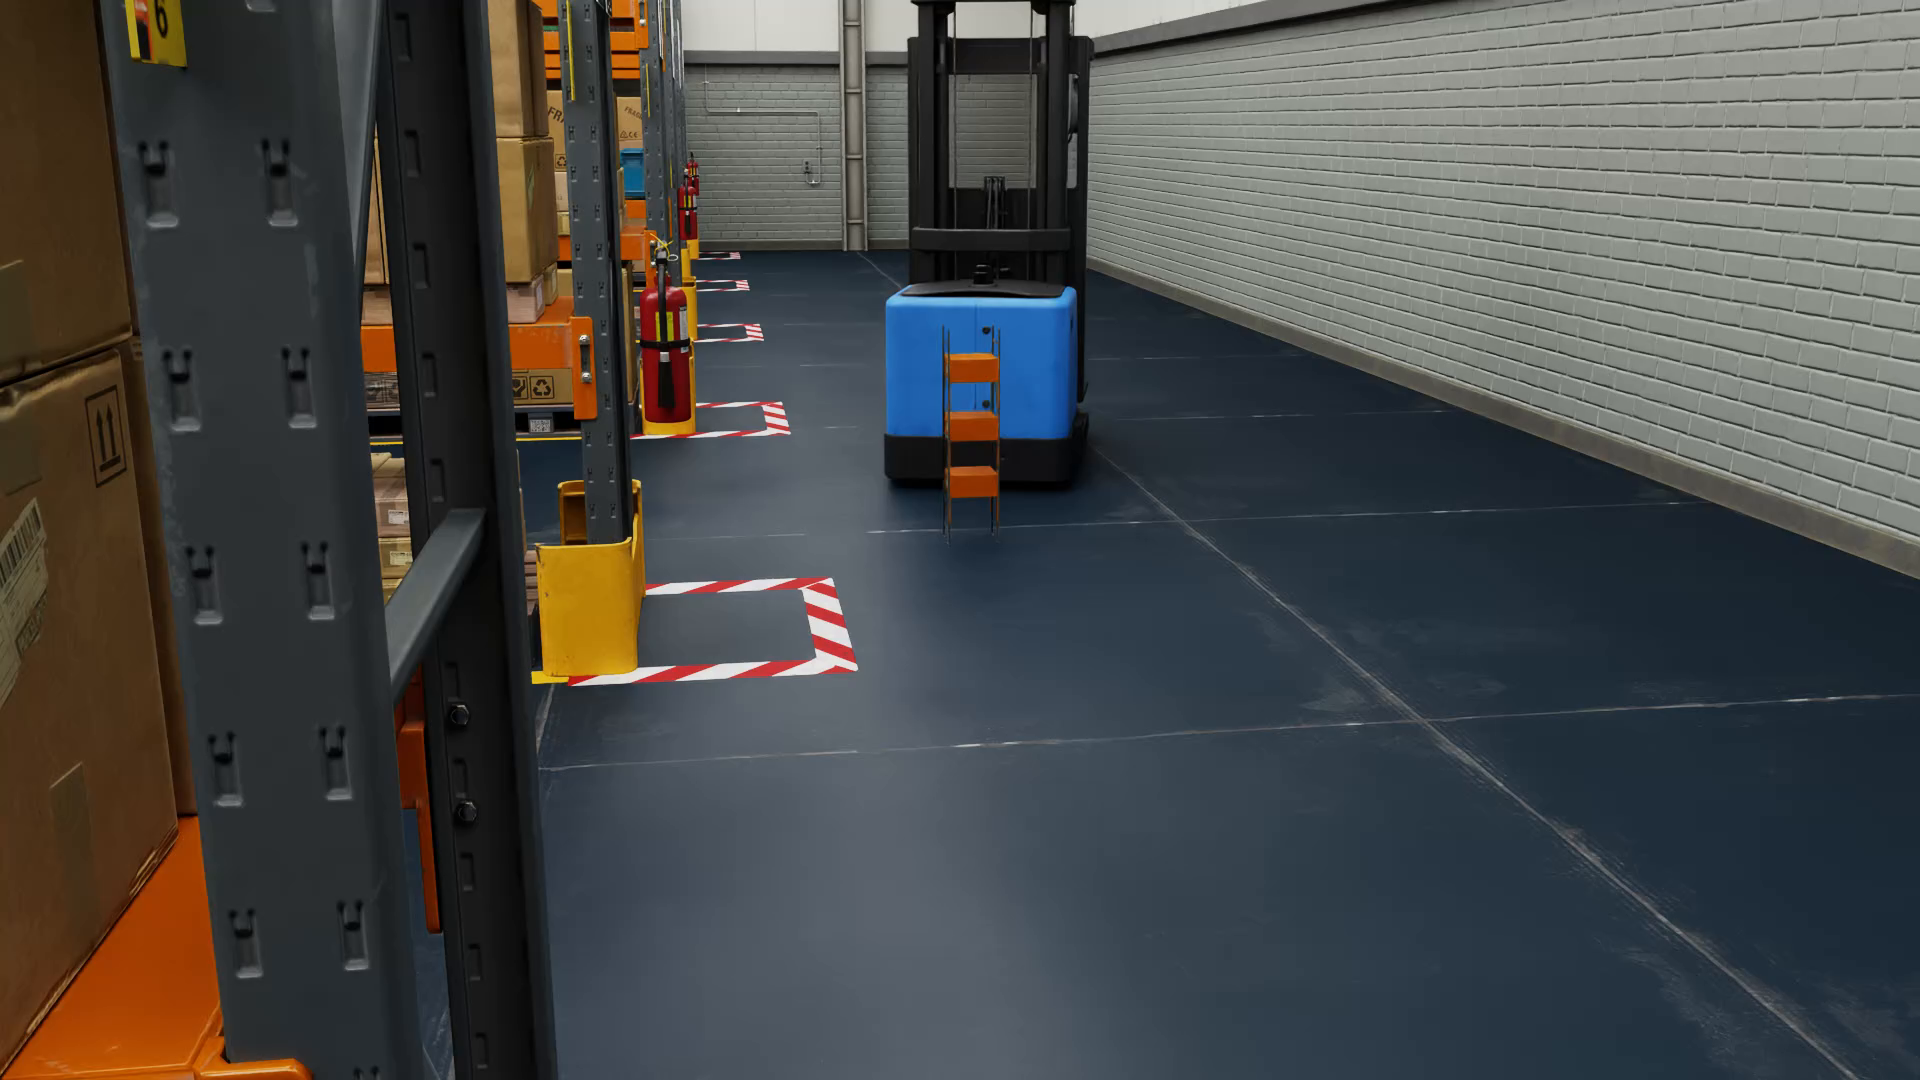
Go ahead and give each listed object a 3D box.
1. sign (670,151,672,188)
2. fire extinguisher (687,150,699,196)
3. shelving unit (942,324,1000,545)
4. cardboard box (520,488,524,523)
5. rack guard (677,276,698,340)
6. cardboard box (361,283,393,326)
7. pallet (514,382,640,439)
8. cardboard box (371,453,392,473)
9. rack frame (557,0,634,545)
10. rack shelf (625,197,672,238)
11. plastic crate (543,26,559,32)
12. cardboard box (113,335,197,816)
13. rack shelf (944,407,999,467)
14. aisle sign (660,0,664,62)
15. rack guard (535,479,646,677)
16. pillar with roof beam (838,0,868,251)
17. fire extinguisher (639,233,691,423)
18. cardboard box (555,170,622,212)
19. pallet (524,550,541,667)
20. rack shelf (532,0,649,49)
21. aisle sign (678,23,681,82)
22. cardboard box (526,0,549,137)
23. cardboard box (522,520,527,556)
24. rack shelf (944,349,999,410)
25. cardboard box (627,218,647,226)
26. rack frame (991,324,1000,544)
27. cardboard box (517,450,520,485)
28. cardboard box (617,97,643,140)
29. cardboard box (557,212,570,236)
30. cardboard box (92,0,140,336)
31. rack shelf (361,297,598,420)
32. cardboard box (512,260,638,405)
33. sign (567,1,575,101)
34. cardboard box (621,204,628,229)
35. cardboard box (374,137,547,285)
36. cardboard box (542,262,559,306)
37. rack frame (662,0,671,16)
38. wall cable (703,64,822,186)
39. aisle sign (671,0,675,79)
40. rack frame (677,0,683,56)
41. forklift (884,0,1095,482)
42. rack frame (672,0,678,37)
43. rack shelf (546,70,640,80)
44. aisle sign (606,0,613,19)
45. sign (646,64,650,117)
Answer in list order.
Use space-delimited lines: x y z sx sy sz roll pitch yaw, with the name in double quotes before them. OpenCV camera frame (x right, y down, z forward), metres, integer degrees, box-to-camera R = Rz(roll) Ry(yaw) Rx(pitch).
"sign" -2.674 -3.427 15.386 0.005 0.325 0.100 -2 14 -8
"fire extinguisher" -4.030 -5.539 25.067 0.183 0.674 0.296 -2 14 -8
"shelving unit" 0.053 -0.511 8.102 0.252 1.050 0.215 -2 14 -8
"cardboard box" -1.951 -0.100 6.838 0.250 0.149 0.380 -1 14 -6
"rack guard" -2.750 -2.271 16.251 0.348 0.500 1.175 -2 14 -8
"cardboard box" -2.172 -0.877 6.070 0.250 0.149 0.380 -2 14 -9
"pallet" -2.813 -0.888 11.329 1.213 0.211 1.003 -2 14 -8
"cardboard box" -2.486 -0.247 6.813 0.250 0.149 0.380 -2 14 -8
"rack frame" -1.395 -1.092 6.408 0.127 3.000 1.000 -2 14 -8
"rack shelf" -4.749 -3.058 15.729 4.000 0.370 1.077 -2 14 -8
"plastic crate" -3.704 -4.727 15.175 0.336 0.188 0.450 -2 14 -8
"cardboard box" -1.075 -0.005 1.869 0.500 0.500 0.500 -2 14 -9
"rack shelf" 0.053 -0.501 8.104 0.240 0.259 0.215 -2 14 -8
"aisle sign" -2.007 -3.624 11.162 0.004 0.787 0.394 -2 14 -8
"rack guard" -1.470 0.124 6.701 0.348 0.500 1.175 -2 14 -8
"pillar with roof beam" -1.065 -8.043 21.794 0.400 9.000 9.100 -2 14 -8
"fire extinguisher" -1.077 -0.771 6.057 0.183 0.674 0.296 -2 14 -8
"cardboard box" -2.473 -2.279 10.838 0.500 0.250 0.500 -2 14 -9
"pallet" -2.278 0.285 6.653 1.213 0.211 1.003 -2 14 -8
"rack shelf" -4.011 -3.322 10.614 4.000 0.370 1.077 -2 14 -8
"aisle sign" -3.482 -6.005 20.658 0.004 0.787 0.394 -2 14 -8
"cardboard box" -1.878 -1.817 6.428 0.500 0.500 0.500 -2 14 -9
"cardboard box" -1.961 0.029 6.935 0.250 0.149 0.380 -2 14 -7
"rack shelf" 0.053 -0.776 8.035 0.240 0.259 0.215 -2 14 -8
"cardboard box" -4.925 -4.805 25.489 0.500 0.500 0.700 -2 14 -8
"rack frame" 0.174 -0.516 8.119 0.008 1.050 0.200 -2 14 -8
"cardboard box" -1.963 -0.264 6.882 0.250 0.149 0.380 -3 14 -11
"cardboard box" -3.905 -5.123 20.220 0.500 0.500 0.500 -2 14 -9
"cardboard box" -2.594 -2.065 10.804 0.250 0.149 0.380 -2 14 -8
"cardboard box" -1.074 -0.489 1.745 0.500 0.500 0.500 -2 14 -10
"rack shelf" -3.372 -0.670 6.207 4.000 0.370 1.077 -2 14 -8
"cardboard box" -2.655 -1.419 11.218 0.875 0.875 0.875 -2 14 -8
"sign" -1.332 -1.672 5.694 0.005 0.325 0.100 -2 14 -8
"cardboard box" -2.434 -2.233 11.476 0.250 0.149 0.380 -2 14 -8
"cardboard box" -1.801 -1.206 6.048 0.500 0.500 0.500 -2 14 -7
"cardboard box" -1.764 -1.037 6.706 0.250 0.149 0.380 -2 14 -9
"rack frame" -2.772 -6.390 15.201 0.127 3.000 1.000 -2 14 -8
"wall cable" -3.122 -6.630 26.402 1.851 1.984 0.084 -2 14 -8
"aisle sign" -2.745 -4.815 15.910 0.004 0.787 0.394 -2 14 -8
"rack frame" -4.247 -8.773 24.703 0.127 3.000 1.000 -2 14 -8
"forklift" 0.259 -2.051 10.373 1.130 2.935 3.031 2 14 6
"rack frame" -3.506 -7.581 19.953 0.127 3.000 1.000 -2 14 -8
"rack shelf" -6.225 -6.896 24.867 4.000 0.370 1.077 -2 14 -8
"aisle sign" -1.367 -2.427 6.390 0.004 0.787 0.394 -2 14 -8
"sign" -1.967 -2.834 10.488 0.005 0.325 0.100 -2 14 -8
